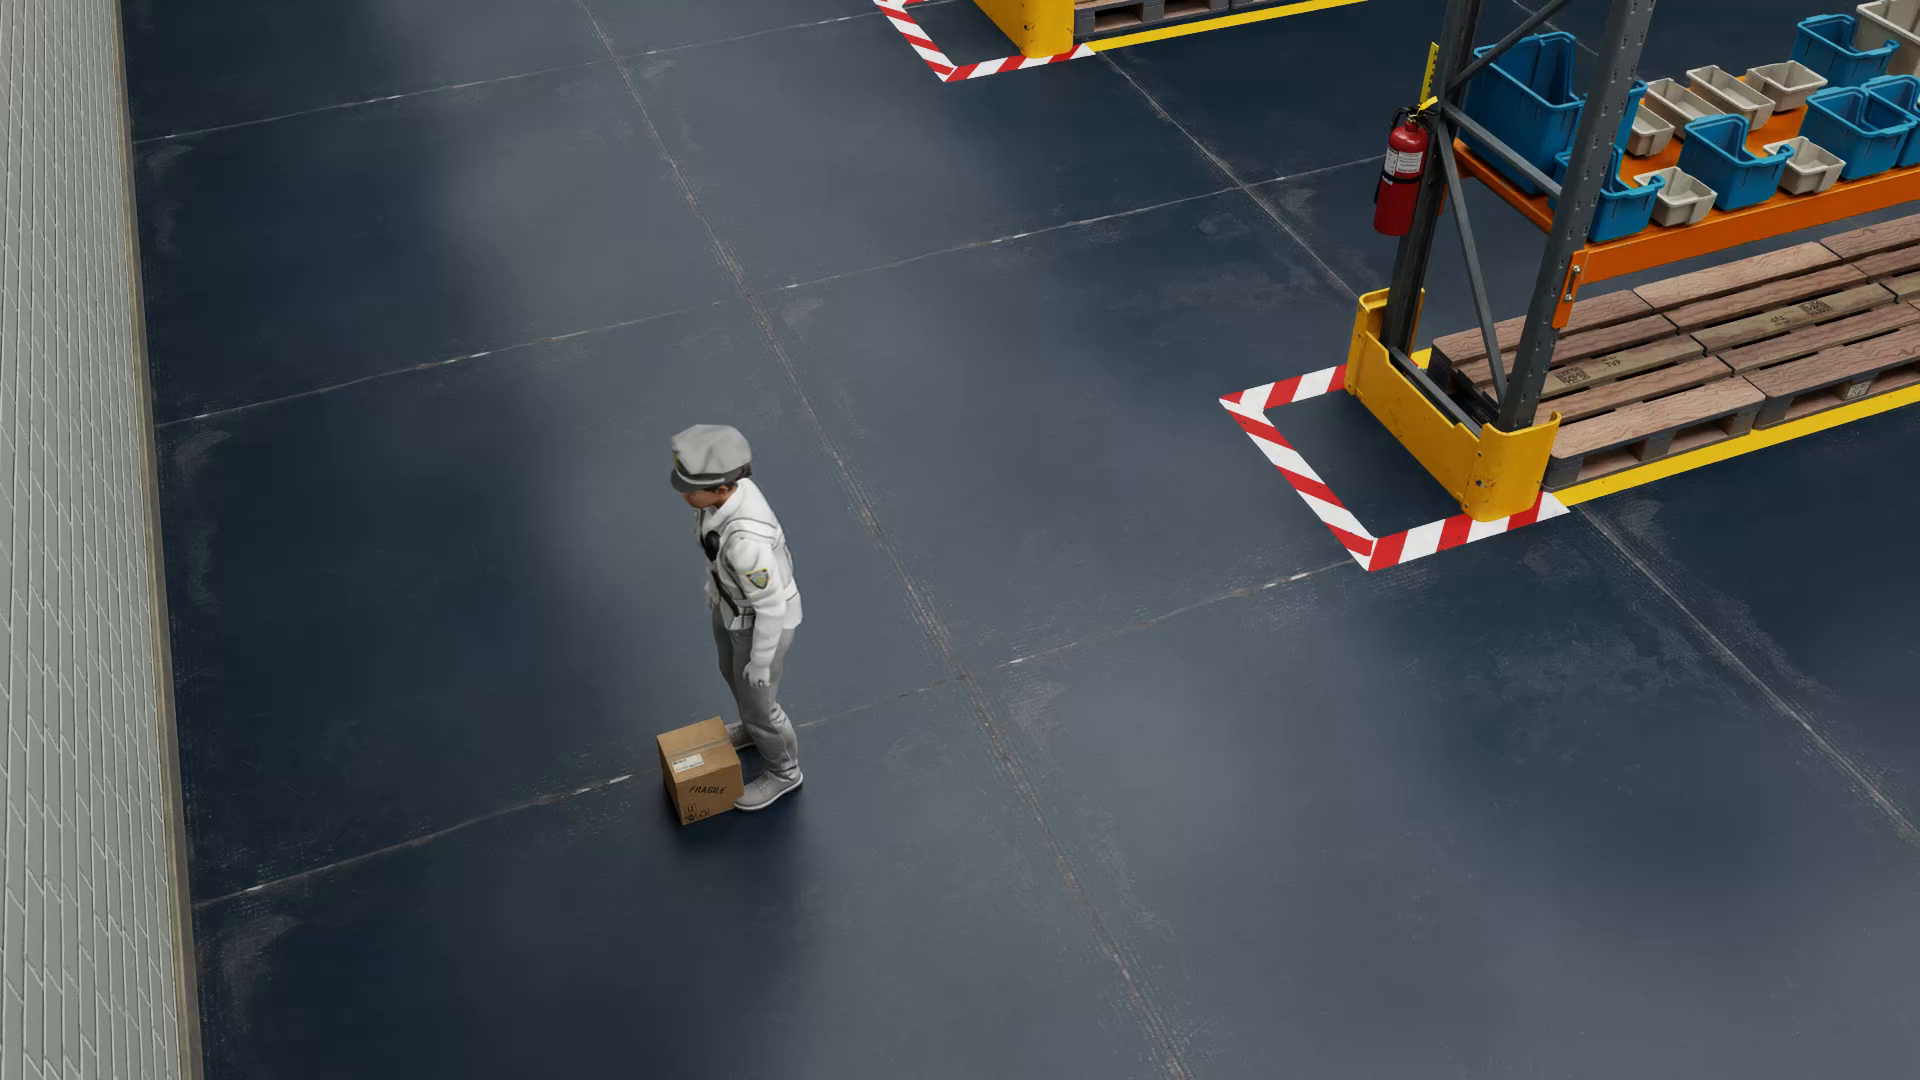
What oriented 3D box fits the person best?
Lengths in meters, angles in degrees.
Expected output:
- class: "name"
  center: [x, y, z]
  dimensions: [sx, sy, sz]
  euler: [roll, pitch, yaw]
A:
- class: "person"
  center: [-0.756, 0.279, 5.847]
  dimensions: [0.377, 1.663, 0.539]
  euler: [-16, 45, -17]
